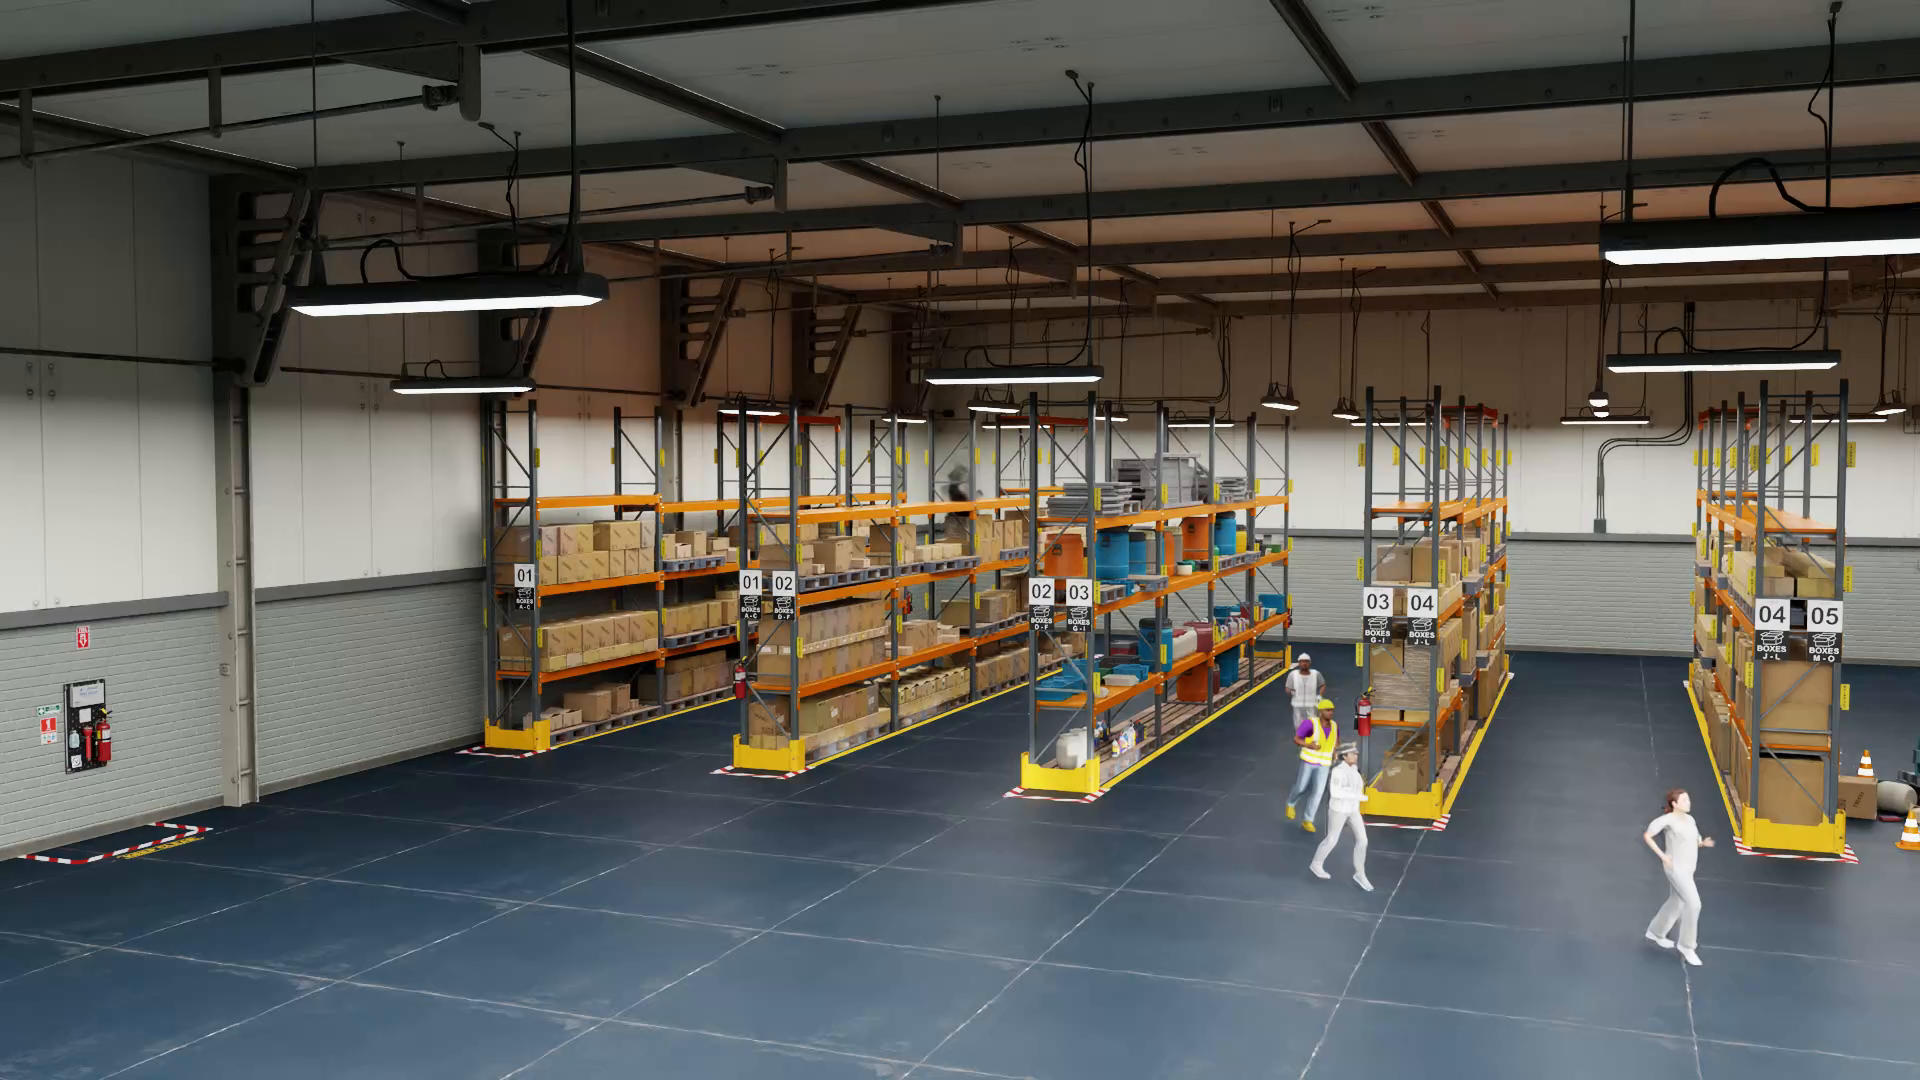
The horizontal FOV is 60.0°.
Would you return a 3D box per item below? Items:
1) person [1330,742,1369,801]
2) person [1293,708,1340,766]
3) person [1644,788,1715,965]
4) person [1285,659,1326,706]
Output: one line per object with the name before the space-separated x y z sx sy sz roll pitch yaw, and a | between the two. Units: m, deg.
person | 4.518 2.761 19.336 0.552 0.851 0.647 -2 3 -36
person | 4.864 2.633 22.478 0.707 0.873 0.564 0 3 -7
person | 7.195 3.341 16.660 0.546 1.723 0.712 -2 4 -37
person | 5.694 2.333 27.414 0.662 0.828 0.627 1 3 13
